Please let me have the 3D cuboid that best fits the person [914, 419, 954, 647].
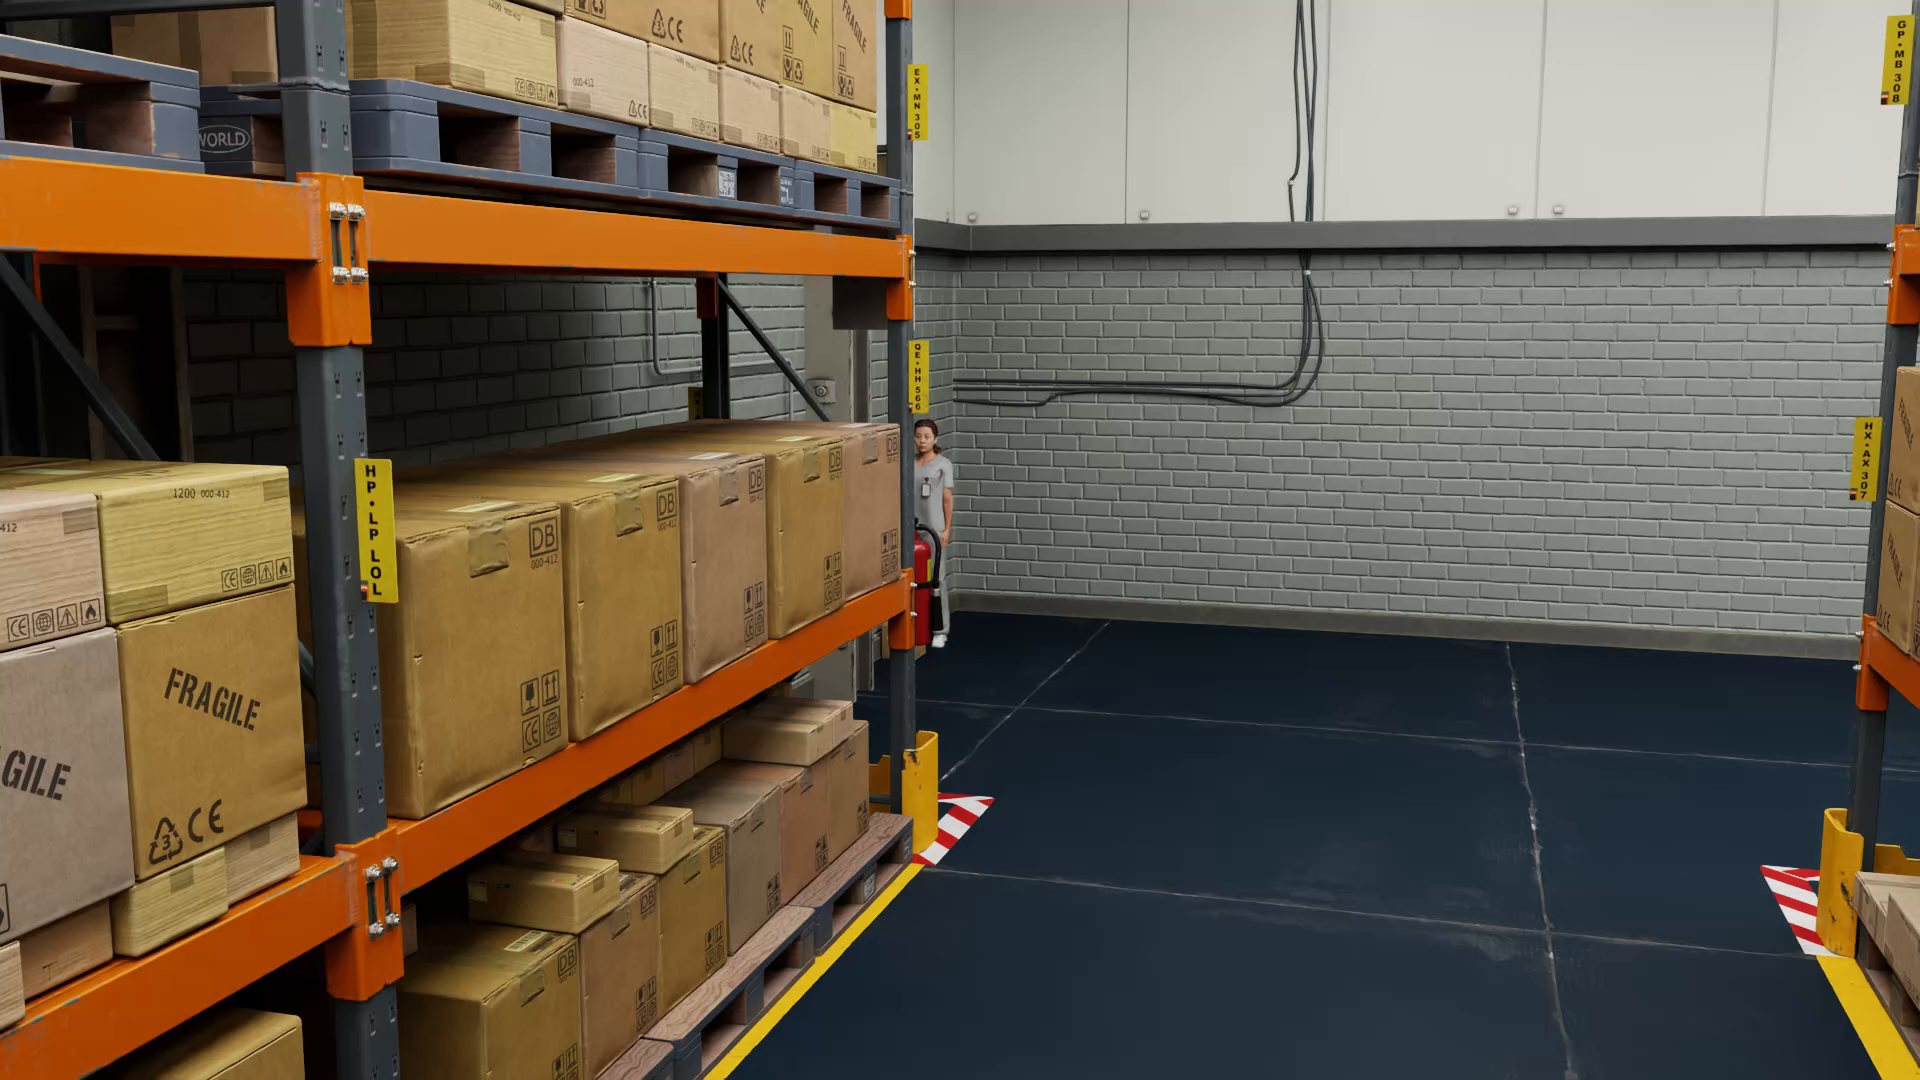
[{"bbox_3d":[-0.258,-0.056,12.276,0.435,1.674,0.358,3,9,17],"label":"person"}]
